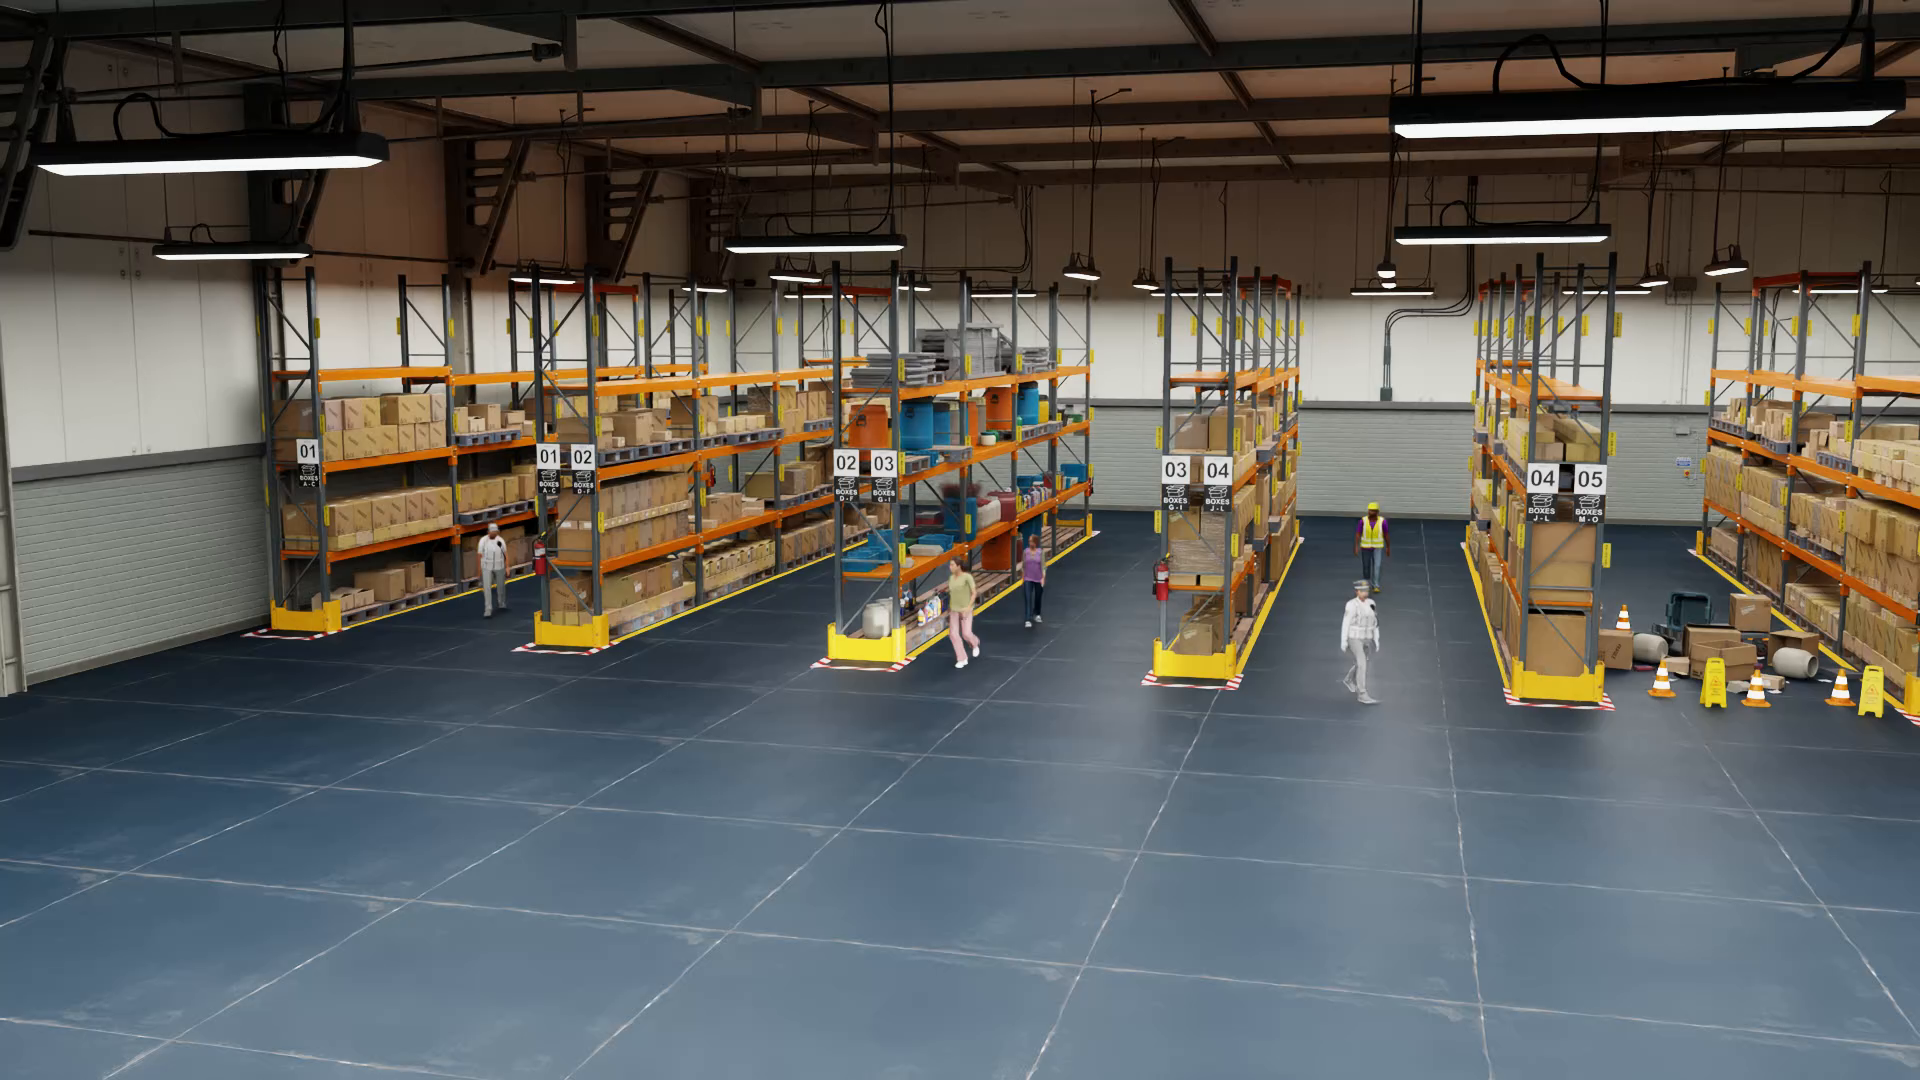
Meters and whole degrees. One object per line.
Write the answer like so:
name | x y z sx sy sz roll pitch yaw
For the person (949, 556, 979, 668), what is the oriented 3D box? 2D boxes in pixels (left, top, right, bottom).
person | 0.045 1.054 24.834 0.508 1.643 0.627 4 8 30

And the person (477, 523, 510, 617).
person | -8.192 0.488 29.195 0.551 1.595 1.083 -2 7 -13

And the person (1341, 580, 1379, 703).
person | 5.432 1.335 22.558 0.500 1.631 0.888 -3 8 -25

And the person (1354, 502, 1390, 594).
person | 7.854 0.136 31.665 0.682 1.712 1.093 1 7 11

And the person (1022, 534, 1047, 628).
person | 1.238 0.673 27.859 0.433 1.540 0.955 1 7 5
